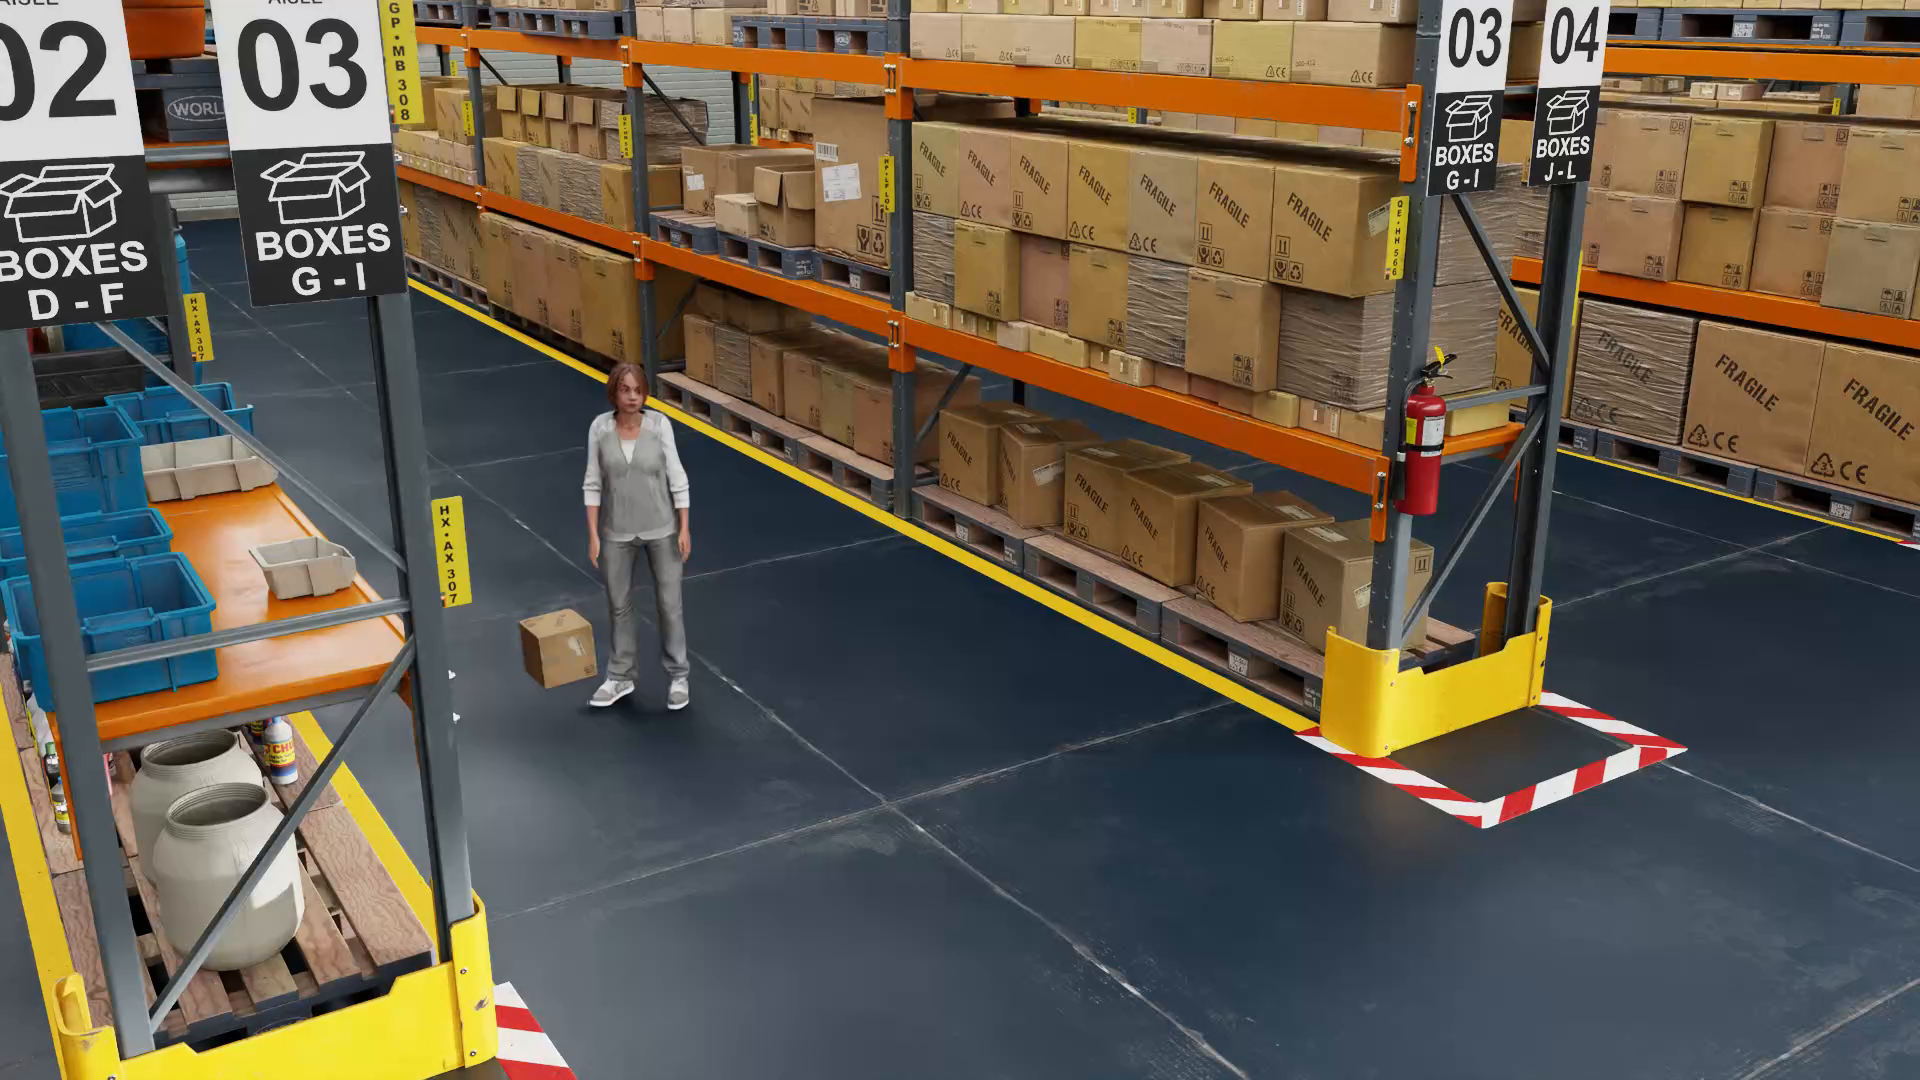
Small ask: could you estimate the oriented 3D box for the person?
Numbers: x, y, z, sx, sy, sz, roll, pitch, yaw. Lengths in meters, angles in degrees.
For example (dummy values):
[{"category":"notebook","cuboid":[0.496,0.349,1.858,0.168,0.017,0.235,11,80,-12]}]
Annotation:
[{"category":"person","cuboid":[-1.470,-0.012,7.535,0.503,1.607,0.347,-1,18,-3]}]
